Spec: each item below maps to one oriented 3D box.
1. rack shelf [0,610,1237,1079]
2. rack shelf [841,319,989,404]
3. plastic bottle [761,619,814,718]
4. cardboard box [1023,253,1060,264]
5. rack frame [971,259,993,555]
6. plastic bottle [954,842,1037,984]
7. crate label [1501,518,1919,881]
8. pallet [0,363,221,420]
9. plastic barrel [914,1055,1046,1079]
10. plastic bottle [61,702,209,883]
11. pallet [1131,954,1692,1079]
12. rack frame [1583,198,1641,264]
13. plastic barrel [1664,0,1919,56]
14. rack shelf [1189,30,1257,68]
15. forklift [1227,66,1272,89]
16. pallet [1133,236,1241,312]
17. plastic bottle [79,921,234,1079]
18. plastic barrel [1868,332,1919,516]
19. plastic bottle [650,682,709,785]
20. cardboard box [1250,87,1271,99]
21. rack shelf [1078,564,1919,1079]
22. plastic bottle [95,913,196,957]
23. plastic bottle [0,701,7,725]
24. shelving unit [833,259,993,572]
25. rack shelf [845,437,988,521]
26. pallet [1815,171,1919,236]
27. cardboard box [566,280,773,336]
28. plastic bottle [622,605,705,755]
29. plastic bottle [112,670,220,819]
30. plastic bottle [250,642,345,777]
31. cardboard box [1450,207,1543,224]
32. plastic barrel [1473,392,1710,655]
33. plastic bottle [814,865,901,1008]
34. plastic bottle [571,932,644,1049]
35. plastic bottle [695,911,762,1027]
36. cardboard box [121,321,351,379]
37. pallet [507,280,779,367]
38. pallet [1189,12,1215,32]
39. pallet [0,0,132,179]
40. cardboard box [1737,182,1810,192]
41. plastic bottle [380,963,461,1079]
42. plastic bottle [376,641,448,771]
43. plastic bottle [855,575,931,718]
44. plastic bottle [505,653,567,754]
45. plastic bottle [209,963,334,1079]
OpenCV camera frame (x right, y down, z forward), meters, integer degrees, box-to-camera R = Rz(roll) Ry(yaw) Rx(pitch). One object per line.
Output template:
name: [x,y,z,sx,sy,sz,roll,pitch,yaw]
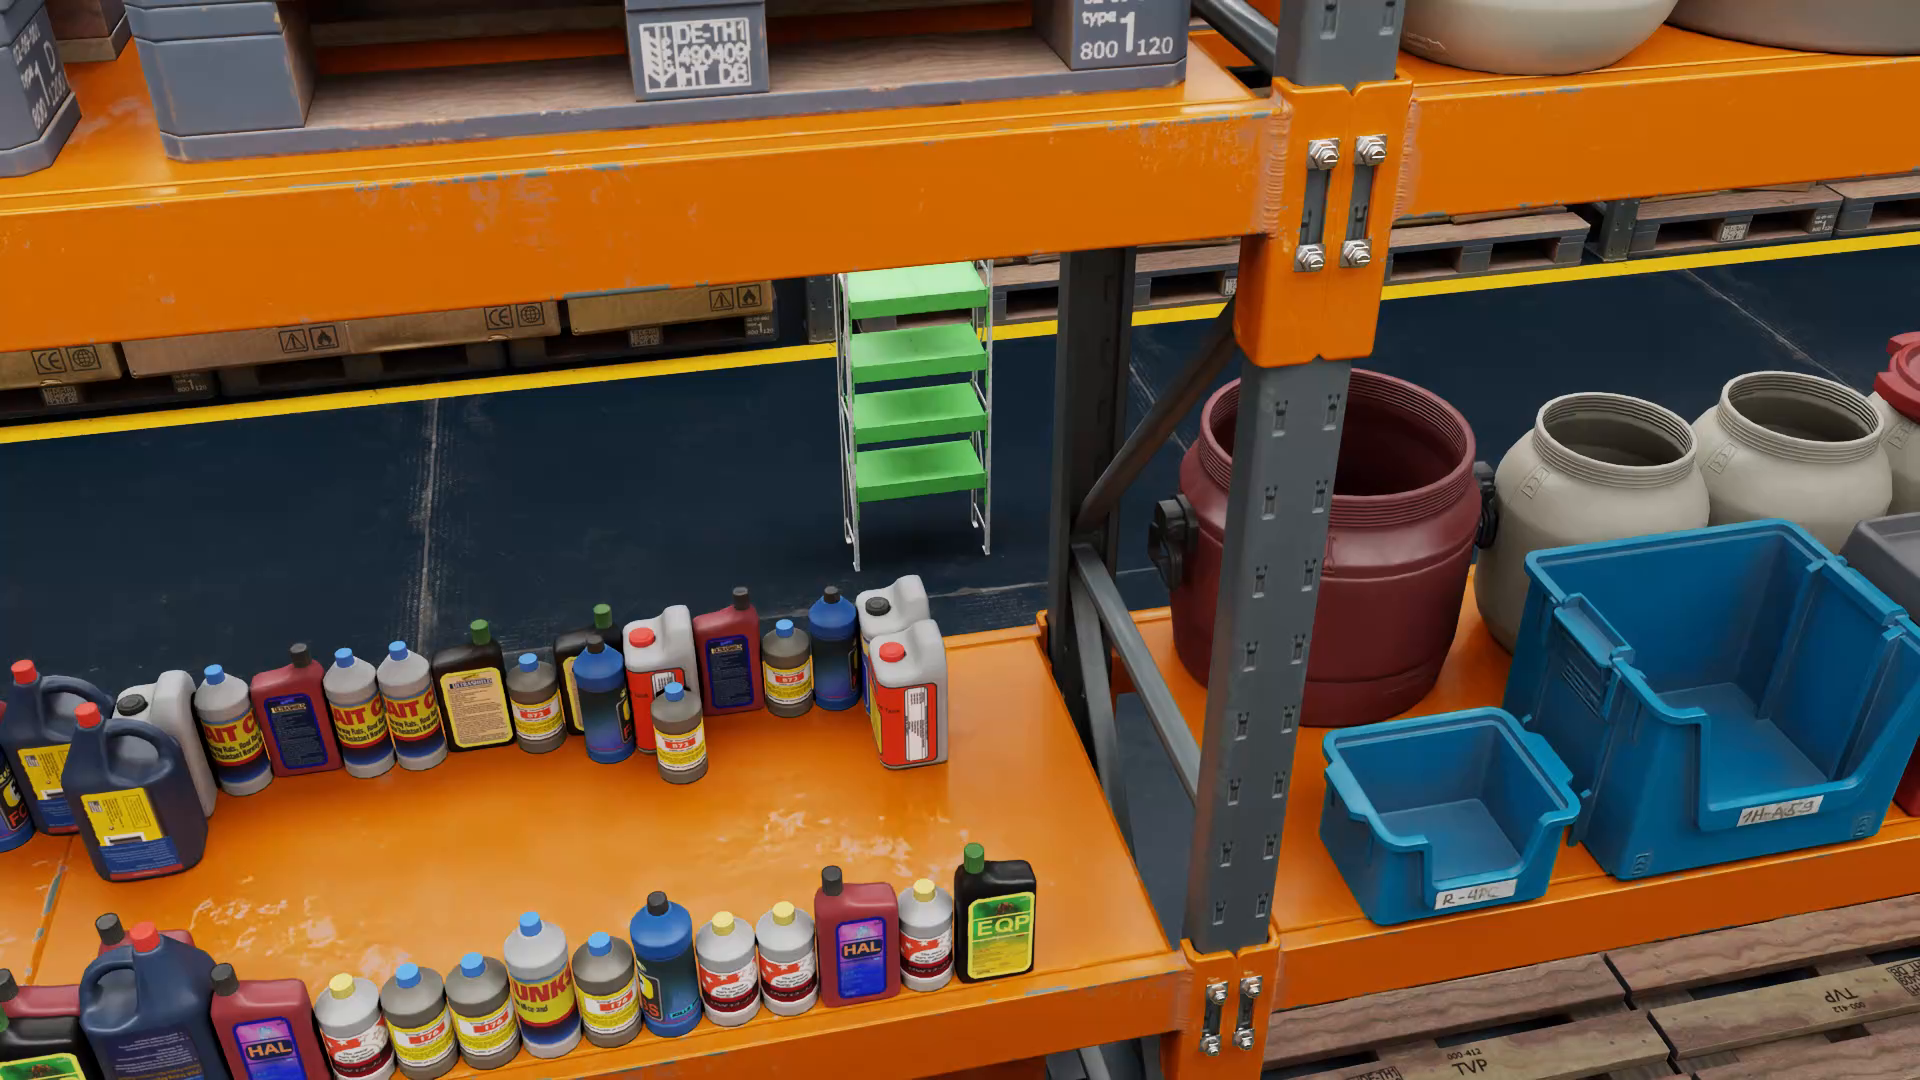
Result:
rack shelf: [-1.592,0.825,2.975,4.000,0.370,1.077,-7,35,-11]
rack shelf: [-0.161,-0.624,5.787,0.480,0.148,0.258,-7,35,-11]
plastic bottle: [-0.349,0.251,3.362,0.097,0.201,0.097,0,34,0]
cardboard box: [0.453,-1.725,7.977,0.500,0.500,0.700,-10,35,-14]
rack frame: [0.077,-0.508,5.930,0.015,1.200,0.240,-7,35,-11]
plastic bottle: [0.058,0.610,2.754,0.133,0.283,0.061,-7,35,-11]
crate label: [1.387,0.290,3.094,0.616,0.435,0.502,-7,35,-11]
pallet: [-3.900,-0.898,7.399,1.213,0.211,1.003,-7,35,-11]
plastic barrel: [-0.115,1.076,3.525,0.708,0.830,0.600,-7,35,-11]
plastic bottle: [-1.480,0.432,2.958,0.185,0.351,0.144,-7,35,-11]
pallet: [1.122,1.364,4.028,1.213,0.211,1.003,-7,35,-11]
rack frame: [3.167,-2.904,7.885,0.127,3.000,1.000,-7,35,-11]
plastic barrel: [1.207,-1.157,2.140,0.600,0.901,0.600,0,34,0]
rack shelf: [1.216,-2.359,7.719,4.000,0.370,1.077,-7,35,-11]
forklift: [0.695,-3.928,9.473,3.031,2.935,1.130,-7,34,-10]
pallet: [1.216,-1.497,8.292,1.213,0.211,1.003,-7,35,-11]
plastic bottle: [-1.221,0.720,2.530,0.185,0.351,0.144,-7,35,-11]
plastic barrel: [2.141,-0.126,3.624,0.433,0.535,0.433,0,34,0]
plastic bottle: [-0.541,0.362,3.196,0.097,0.201,0.097,0,34,0]
cardboard box: [1.549,-1.867,8.189,0.500,0.500,0.700,-10,35,-15]
rack shelf: [2.309,0.333,3.708,4.000,0.370,1.077,-7,35,-11]
plastic bottle: [-1.269,0.695,2.627,0.133,0.283,0.061,-7,35,-11]
plastic bottle: [-1.809,0.391,3.080,0.133,0.283,0.061,-7,35,-11]
shelving unit: [-0.161,-0.478,5.885,0.503,1.200,0.258,-7,35,-11]
rack shelf: [-0.161,-0.226,6.055,0.480,0.148,0.258,-7,35,-11]
pallet: [5.007,-1.999,9.040,1.213,0.211,1.003,-7,35,-11]
cardboard box: [-1.412,-1.630,7.518,0.875,0.875,1.225,-9,35,-13]
plastic bottle: [-0.586,0.266,3.273,0.135,0.276,0.152,-7,35,-11]
plastic bottle: [-1.488,0.380,3.104,0.135,0.276,0.152,-7,35,-11]
plastic bottle: [-1.272,0.323,3.181,0.133,0.283,0.061,-7,35,-11]
cardboard box: [2.564,-1.984,8.364,0.500,0.500,0.700,-10,35,-14]
plastic barrel: [1.315,-0.009,3.471,0.421,0.512,0.421,0,34,0]
plastic bottle: [-0.167,0.639,2.711,0.133,0.283,0.061,-7,35,-11]
plastic bottle: [-0.569,0.713,2.674,0.097,0.201,0.097,0,34,0]
plastic bottle: [-0.379,0.689,2.710,0.097,0.201,0.097,0,34,0]
cardboard box: [-3.145,-1.412,7.192,0.875,0.875,1.225,-8,35,-12]
pallet: [-1.520,-1.198,7.846,1.213,0.211,1.003,-7,35,-11]
pallet: [1.187,-2.598,7.601,1.213,0.211,1.003,-7,35,-11]
pallet: [-1.695,-0.686,2.058,1.213,0.211,1.003,-7,35,-11]
cardboard box: [4.123,-2.142,8.616,0.500,0.500,0.500,3,34,5]
plastic bottle: [-0.853,0.749,2.621,0.097,0.201,0.097,0,34,0]
plastic bottle: [-1.061,0.312,3.209,0.097,0.271,0.097,0,34,0]
plastic bottle: [-0.135,0.209,3.358,0.135,0.276,0.152,-7,35,-11]
plastic bottle: [-0.836,0.313,3.270,0.097,0.201,0.097,0,34,0]
plastic bottle: [-1.057,0.751,2.544,0.133,0.283,0.061,-7,35,-11]
